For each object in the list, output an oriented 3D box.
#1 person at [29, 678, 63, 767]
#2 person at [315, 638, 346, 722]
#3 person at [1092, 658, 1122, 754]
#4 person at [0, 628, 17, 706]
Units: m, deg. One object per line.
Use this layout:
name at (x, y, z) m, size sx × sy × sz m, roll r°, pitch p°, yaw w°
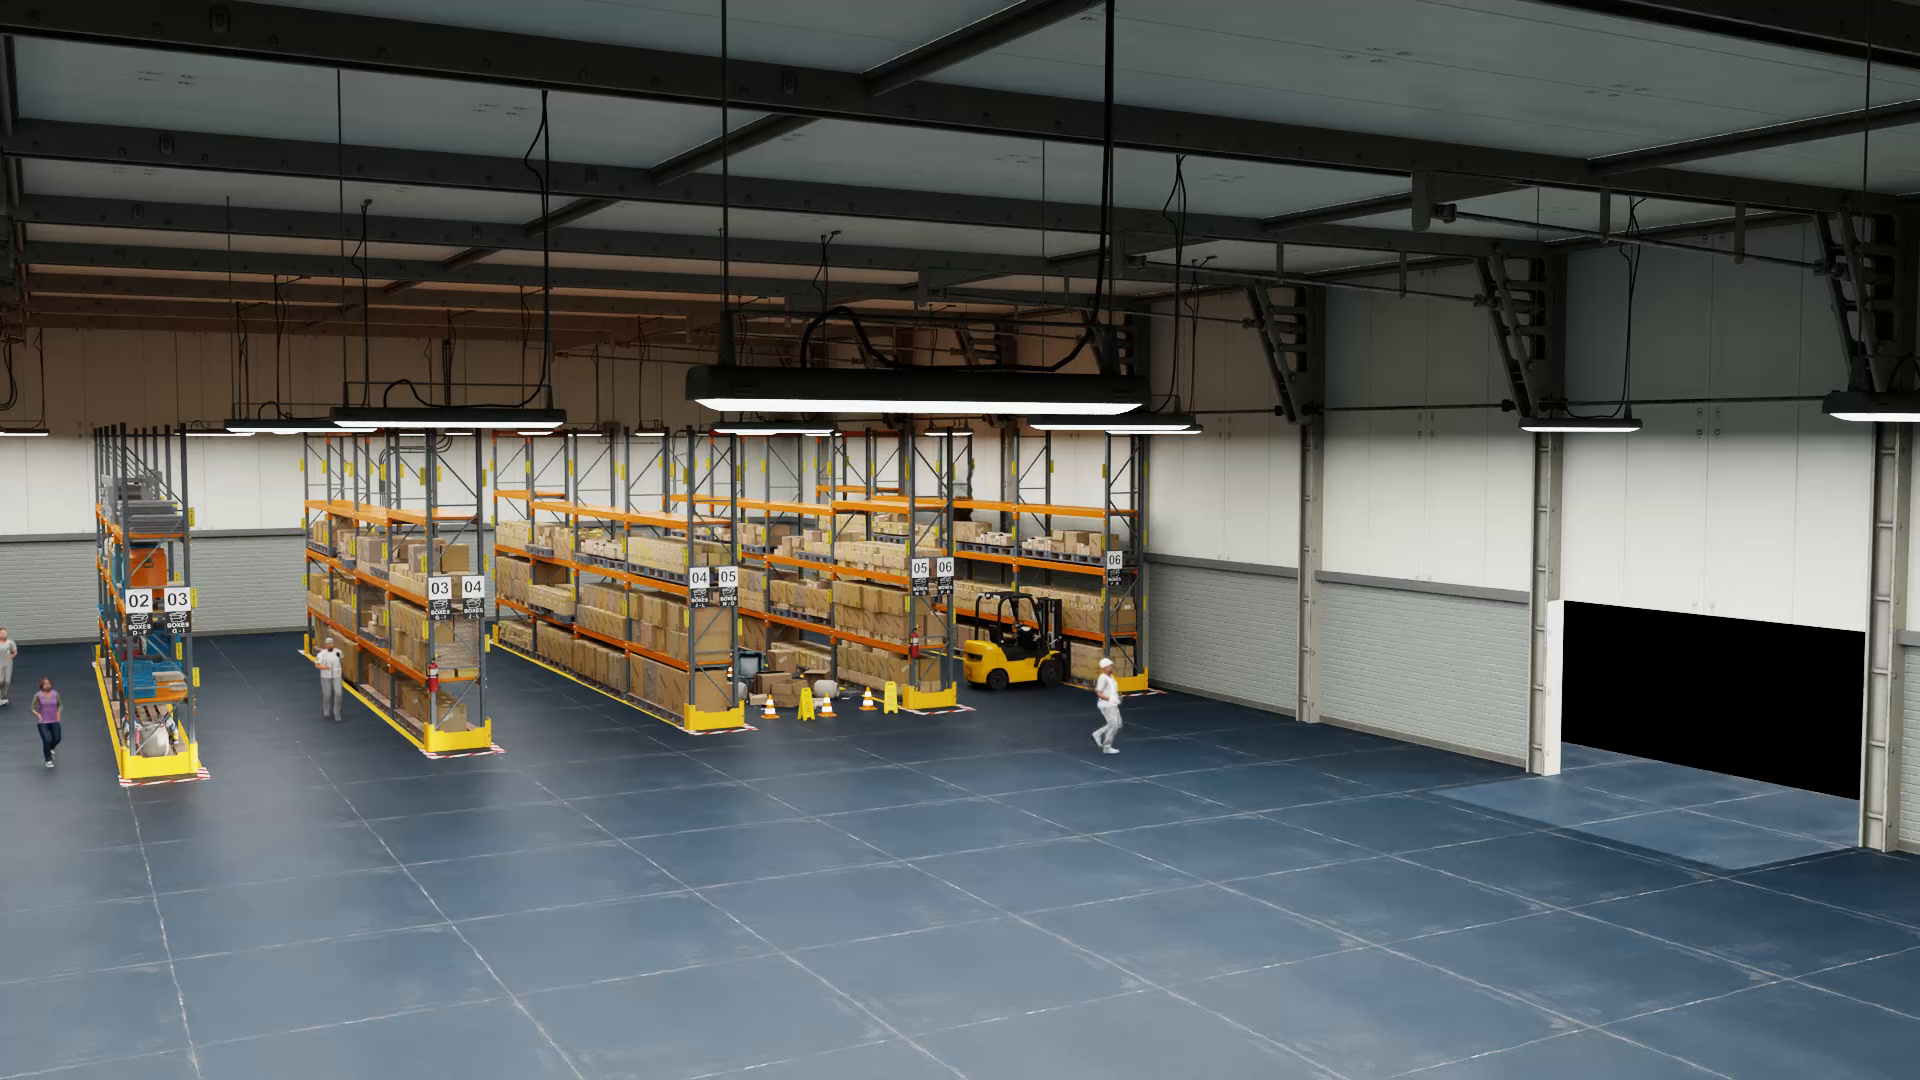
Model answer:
person at (-15.965, 3.186, 29.059) m, size 0.508 × 1.549 × 0.563 m, roll -3°, pitch 5°, yaw -41°
person at (-12.865, 2.848, 34.007) m, size 0.608 × 1.719 × 0.759 m, roll -2°, pitch 4°, yaw -25°
person at (2.686, 3.021, 30.278) m, size 0.620 × 1.732 × 0.678 m, roll 1°, pitch 4°, yaw 19°
person at (-20.620, 2.737, 35.832) m, size 0.563 × 1.695 × 0.587 m, roll -3°, pitch 4°, yaw -39°
